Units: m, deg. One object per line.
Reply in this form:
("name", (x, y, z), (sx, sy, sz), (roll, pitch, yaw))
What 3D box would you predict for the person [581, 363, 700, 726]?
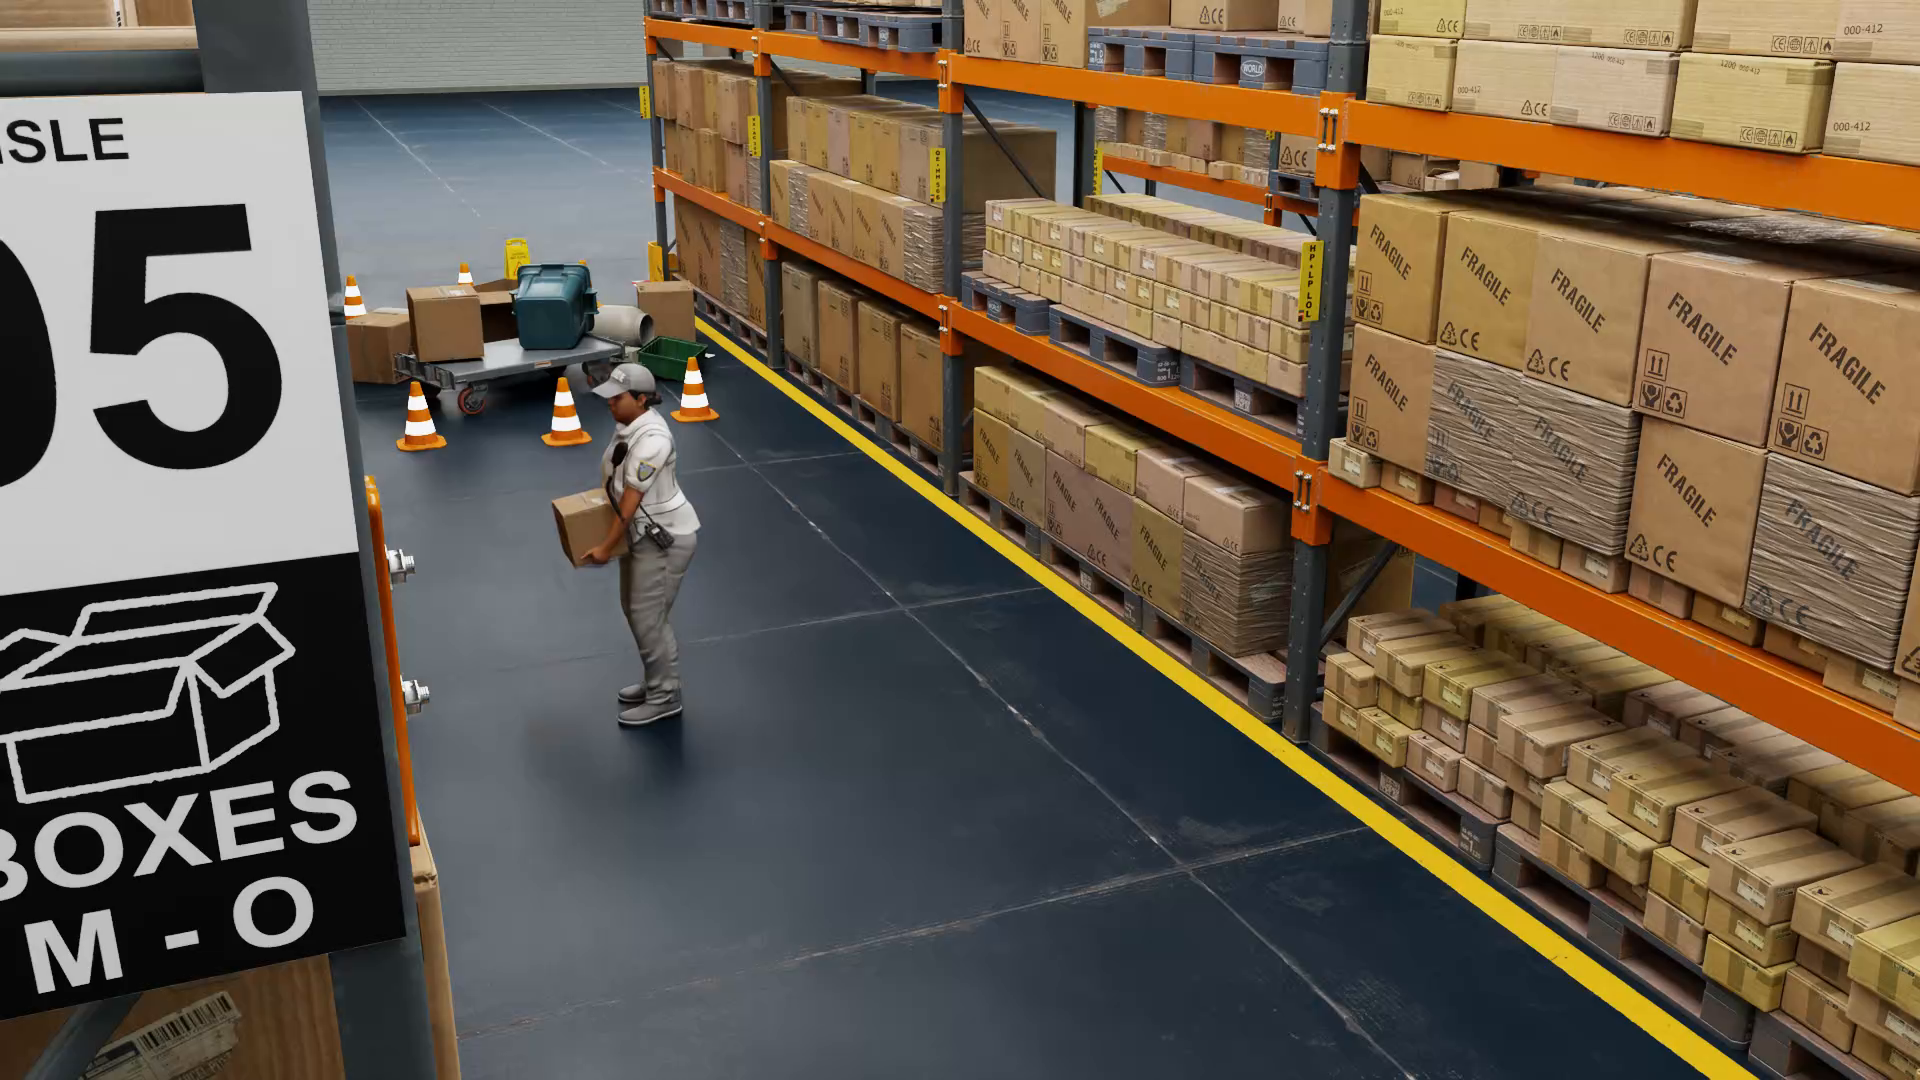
("person", (-1.468, 0.013, 7.544), (0.559, 1.660, 0.452), (-8, 21, -23))
